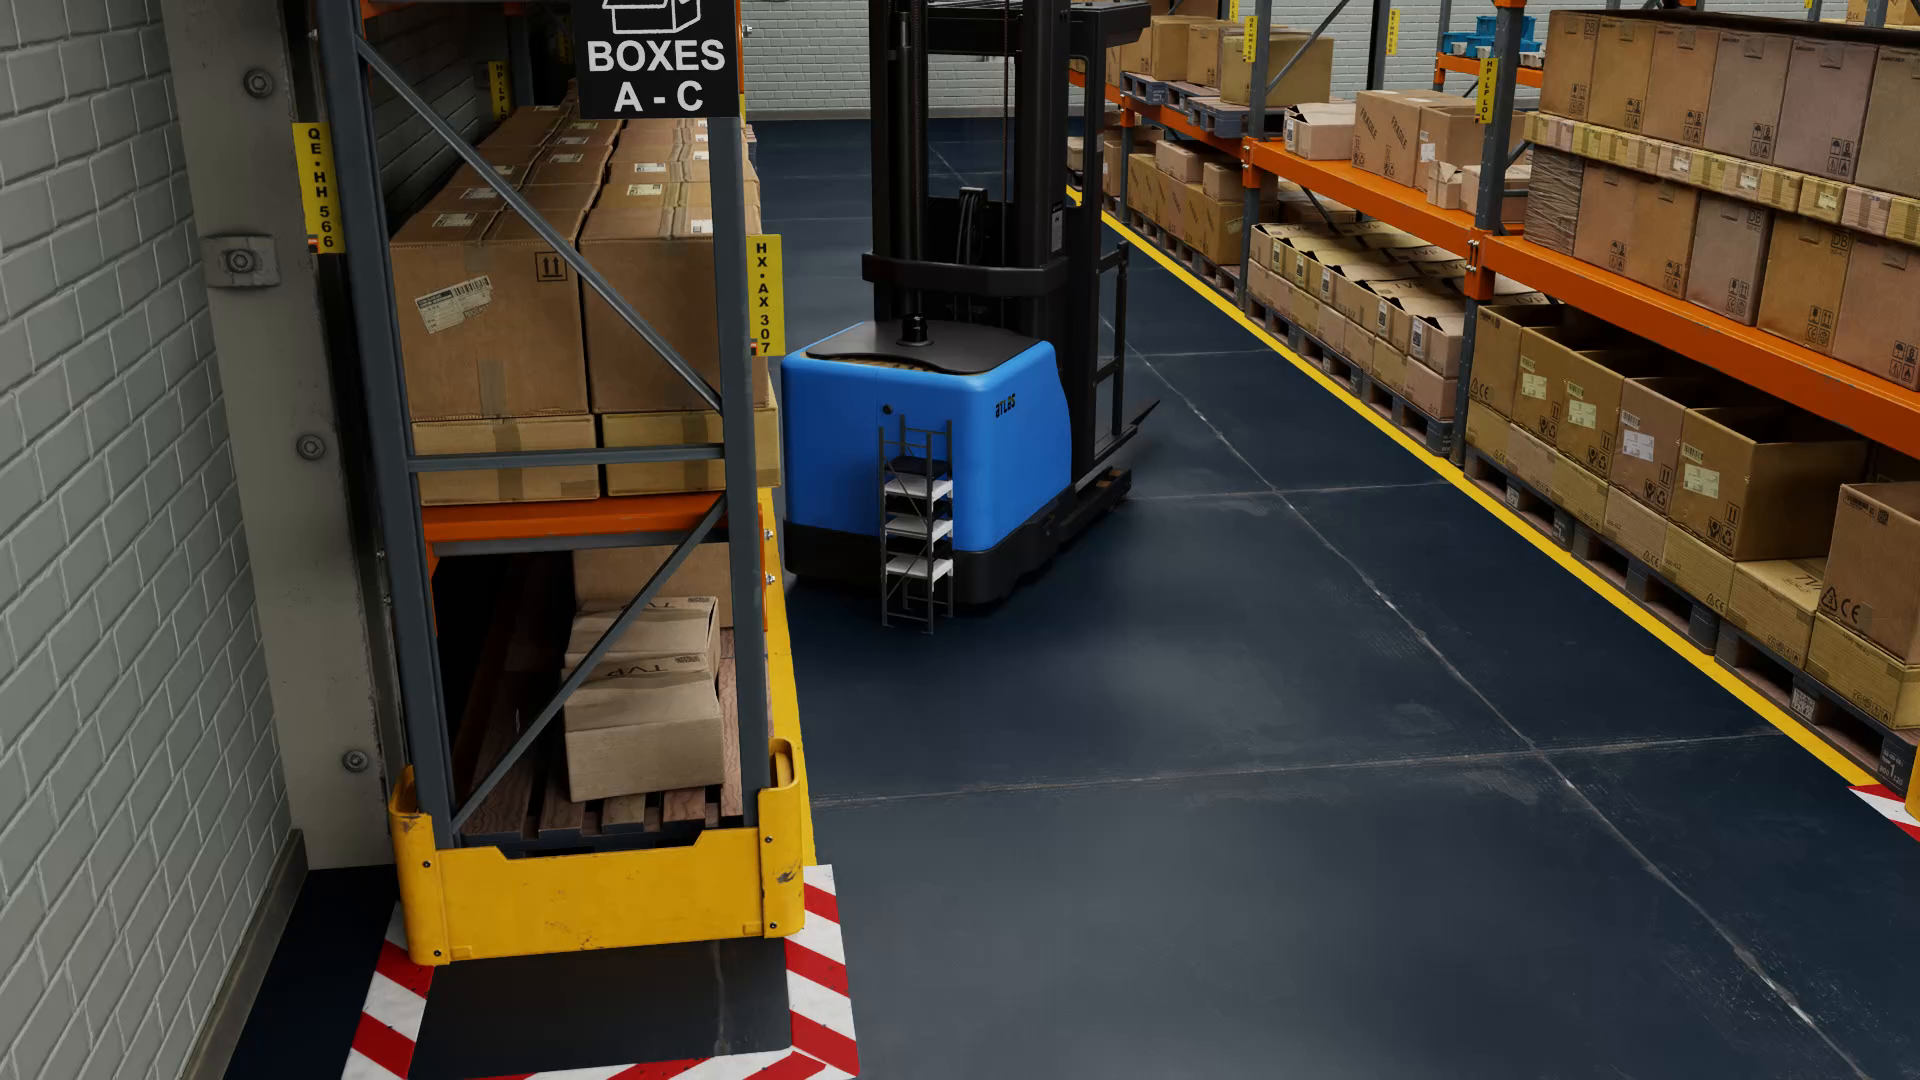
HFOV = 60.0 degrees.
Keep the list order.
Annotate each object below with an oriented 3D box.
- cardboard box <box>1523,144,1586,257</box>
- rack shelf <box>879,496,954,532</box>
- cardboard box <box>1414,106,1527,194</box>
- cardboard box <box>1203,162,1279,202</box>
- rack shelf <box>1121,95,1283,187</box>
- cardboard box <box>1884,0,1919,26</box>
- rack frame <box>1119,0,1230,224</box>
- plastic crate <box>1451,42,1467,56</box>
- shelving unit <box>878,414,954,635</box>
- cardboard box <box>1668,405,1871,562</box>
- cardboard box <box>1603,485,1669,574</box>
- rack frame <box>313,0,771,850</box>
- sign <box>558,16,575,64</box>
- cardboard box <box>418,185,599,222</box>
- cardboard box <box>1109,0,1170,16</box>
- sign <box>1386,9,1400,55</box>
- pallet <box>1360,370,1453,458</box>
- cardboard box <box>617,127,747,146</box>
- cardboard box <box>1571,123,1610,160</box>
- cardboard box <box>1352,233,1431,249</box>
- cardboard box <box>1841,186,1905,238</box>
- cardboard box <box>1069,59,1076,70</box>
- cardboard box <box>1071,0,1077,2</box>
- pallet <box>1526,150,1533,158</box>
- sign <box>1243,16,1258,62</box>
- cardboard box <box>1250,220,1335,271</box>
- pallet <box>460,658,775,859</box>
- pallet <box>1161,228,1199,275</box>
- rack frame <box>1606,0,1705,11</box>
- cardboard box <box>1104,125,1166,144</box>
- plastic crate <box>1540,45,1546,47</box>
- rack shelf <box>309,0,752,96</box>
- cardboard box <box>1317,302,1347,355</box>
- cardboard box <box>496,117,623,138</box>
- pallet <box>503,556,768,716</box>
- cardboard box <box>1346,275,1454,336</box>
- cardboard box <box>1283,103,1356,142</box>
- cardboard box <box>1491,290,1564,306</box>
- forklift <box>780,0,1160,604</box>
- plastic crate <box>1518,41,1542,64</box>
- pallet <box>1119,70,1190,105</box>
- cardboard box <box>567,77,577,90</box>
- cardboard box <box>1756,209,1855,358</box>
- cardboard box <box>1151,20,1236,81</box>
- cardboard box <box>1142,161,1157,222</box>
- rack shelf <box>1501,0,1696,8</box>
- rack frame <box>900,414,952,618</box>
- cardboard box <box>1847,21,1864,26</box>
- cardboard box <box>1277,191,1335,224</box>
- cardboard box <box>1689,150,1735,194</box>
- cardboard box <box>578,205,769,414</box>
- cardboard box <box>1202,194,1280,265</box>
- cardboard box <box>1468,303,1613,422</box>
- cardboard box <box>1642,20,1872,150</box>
[{"bbox_3d":[3.337,-1.746,8.462,0.700,0.500,0.500,-3,21,-9],"label":"cardboard box"},{"bbox_3d":[-0.186,-0.119,7.086,0.258,0.077,0.200,9,22,23],"label":"rack shelf"},{"bbox_3d":[3.096,-2.349,10.075,0.500,0.500,0.500,-1,21,-4],"label":"cardboard box"},{"bbox_3d":[2.311,-2.955,13.714,0.500,0.250,0.500,-2,21,-6],"label":"cardboard box"},{"bbox_3d":[2.402,-3.593,14.578,1.077,0.370,4.000,-3,21,-8],"label":"rack shelf"},{"bbox_3d":[11.295,-6.394,19.767,0.500,0.500,0.500,-3,21,-9],"label":"cardboard box"},{"bbox_3d":[2.113,-4.623,16.306,1.000,3.000,0.127,-3,21,-8],"label":"rack frame"},{"bbox_3d":[6.113,-5.943,20.133,0.250,0.136,0.298,-3,21,-8],"label":"plastic crate"},{"bbox_3d":[-0.186,-0.066,7.105,0.258,0.900,0.210,9,22,23],"label":"shelving unit"},{"bbox_3d":[3.313,-0.244,6.840,0.500,0.500,0.500,-3,21,-8],"label":"cardboard box"},{"bbox_3d":[3.245,-0.066,7.436,0.500,0.250,0.500,-3,21,-8],"label":"cardboard box"},{"bbox_3d":[-1.058,-0.217,4.509,1.000,3.000,0.127,-3,21,-8],"label":"rack frame"},{"bbox_3d":[-2.760,-3.500,11.645,0.100,0.325,0.005,-3,21,-8],"label":"sign"},{"bbox_3d":[-1.399,-0.834,5.277,0.500,0.500,0.500,-3,21,-7],"label":"cardboard box"},{"bbox_3d":[1.784,-5.300,16.547,0.500,0.500,0.500,-3,21,-7],"label":"cardboard box"},{"bbox_3d":[3.239,-3.809,12.473,0.100,0.325,0.005,-3,21,-8],"label":"sign"},{"bbox_3d":[3.122,-0.800,10.055,1.003,0.211,1.213,-3,21,-8],"label":"pallet"},{"bbox_3d":[-1.121,-1.397,6.782,0.500,0.500,0.500,-4,21,-9],"label":"cardboard box"},{"bbox_3d":[3.189,-1.925,8.012,0.380,0.149,0.250,-3,21,-9],"label":"cardboard box"},{"bbox_3d":[3.091,-2.061,11.974,0.500,0.311,0.500,-3,21,-9],"label":"cardboard box"},{"bbox_3d":[3.489,-1.208,6.092,0.380,0.149,0.250,-3,21,-7],"label":"cardboard box"},{"bbox_3d":[1.489,-5.535,18.606,0.500,0.500,0.500,-3,21,-8],"label":"cardboard box"},{"bbox_3d":[1.490,-6.002,18.427,0.500,0.500,0.500,-3,21,-7],"label":"cardboard box"},{"bbox_3d":[6.519,-4.662,20.398,1.003,0.211,1.213,-3,21,-8],"label":"pallet"},{"bbox_3d":[2.154,-3.712,12.327,0.100,0.325,0.005,-3,21,-8],"label":"sign"},{"bbox_3d":[2.475,-2.213,12.382,0.500,0.311,0.500,-2,21,-6],"label":"cardboard box"},{"bbox_3d":[-1.151,0.780,5.826,1.003,0.211,1.213,-3,21,-8],"label":"pallet"},{"bbox_3d":[2.447,-2.613,14.912,1.003,0.211,1.213,-3,21,-8],"label":"pallet"},{"bbox_3d":[7.016,-4.871,16.971,1.000,3.000,0.127,-3,21,-8],"label":"rack frame"},{"bbox_3d":[1.837,-4.310,18.407,0.797,0.503,0.637,-3,21,-8],"label":"cardboard box"},{"bbox_3d":[6.763,-5.786,19.713,0.396,0.136,0.243,-3,21,-8],"label":"plastic crate"},{"bbox_3d":[-1.347,-1.977,5.965,1.077,0.370,4.000,-3,21,-8],"label":"rack shelf"},{"bbox_3d":[2.703,-1.419,11.058,0.500,0.250,0.500,-2,21,-7],"label":"cardboard box"},{"bbox_3d":[-1.703,-1.540,7.165,0.500,0.500,0.500,-3,21,-8],"label":"cardboard box"},{"bbox_3d":[-1.324,0.359,6.954,1.003,0.211,1.213,-3,21,-8],"label":"pallet"},{"bbox_3d":[2.774,-1.503,10.480,0.500,0.311,0.500,-3,21,-8],"label":"cardboard box"},{"bbox_3d":[2.699,-3.068,12.270,0.500,0.311,0.500,-2,21,-4],"label":"cardboard box"},{"bbox_3d":[3.387,-1.353,10.081,0.500,0.311,0.500,-3,21,-8],"label":"cardboard box"},{"bbox_3d":[0.257,-1.572,8.237,1.130,2.935,3.031,9,22,23],"label":"forklift"},{"bbox_3d":[6.382,-5.544,18.926,0.416,0.233,0.300,-3,21,-8],"label":"plastic crate"},{"bbox_3d":[2.121,-4.251,15.584,1.003,0.211,1.213,-3,21,-8],"label":"pallet"},{"bbox_3d":[-1.874,-2.453,9.725,0.700,0.500,0.500,0,20,0],"label":"cardboard box"},{"bbox_3d":[3.642,-1.031,6.546,0.700,0.500,0.500,-3,21,-7],"label":"cardboard box"},{"bbox_3d":[2.122,-4.456,15.117,0.700,0.500,0.500,0,20,1],"label":"cardboard box"},{"bbox_3d":[2.030,-3.294,15.692,0.500,0.500,0.500,-3,21,-7],"label":"cardboard box"},{"bbox_3d":[3.555,-2.229,6.637,1.077,0.370,4.000,-3,21,-8],"label":"rack shelf"},{"bbox_3d":[-0.144,-0.098,7.192,0.240,0.900,0.006,9,22,23],"label":"rack frame"},{"bbox_3d":[11.224,-6.216,20.360,0.500,0.250,0.500,-3,21,-8],"label":"cardboard box"},{"bbox_3d":[2.826,-2.626,13.903,0.500,0.500,0.500,-4,21,-10],"label":"cardboard box"},{"bbox_3d":[3.340,-1.565,7.048,0.380,0.149,0.250,-3,21,-8],"label":"cardboard box"},{"bbox_3d":[-0.830,-0.688,4.884,0.500,0.500,0.500,-3,21,-8],"label":"cardboard box"},{"bbox_3d":[2.323,-2.585,13.794,0.500,0.500,0.500,-2,21,-6],"label":"cardboard box"},{"bbox_3d":[3.024,-0.936,8.694,0.500,0.500,0.500,-3,21,-8],"label":"cardboard box"},{"bbox_3d":[3.482,-2.006,7.302,0.700,0.500,0.500,-3,21,-8],"label":"cardboard box"}]
